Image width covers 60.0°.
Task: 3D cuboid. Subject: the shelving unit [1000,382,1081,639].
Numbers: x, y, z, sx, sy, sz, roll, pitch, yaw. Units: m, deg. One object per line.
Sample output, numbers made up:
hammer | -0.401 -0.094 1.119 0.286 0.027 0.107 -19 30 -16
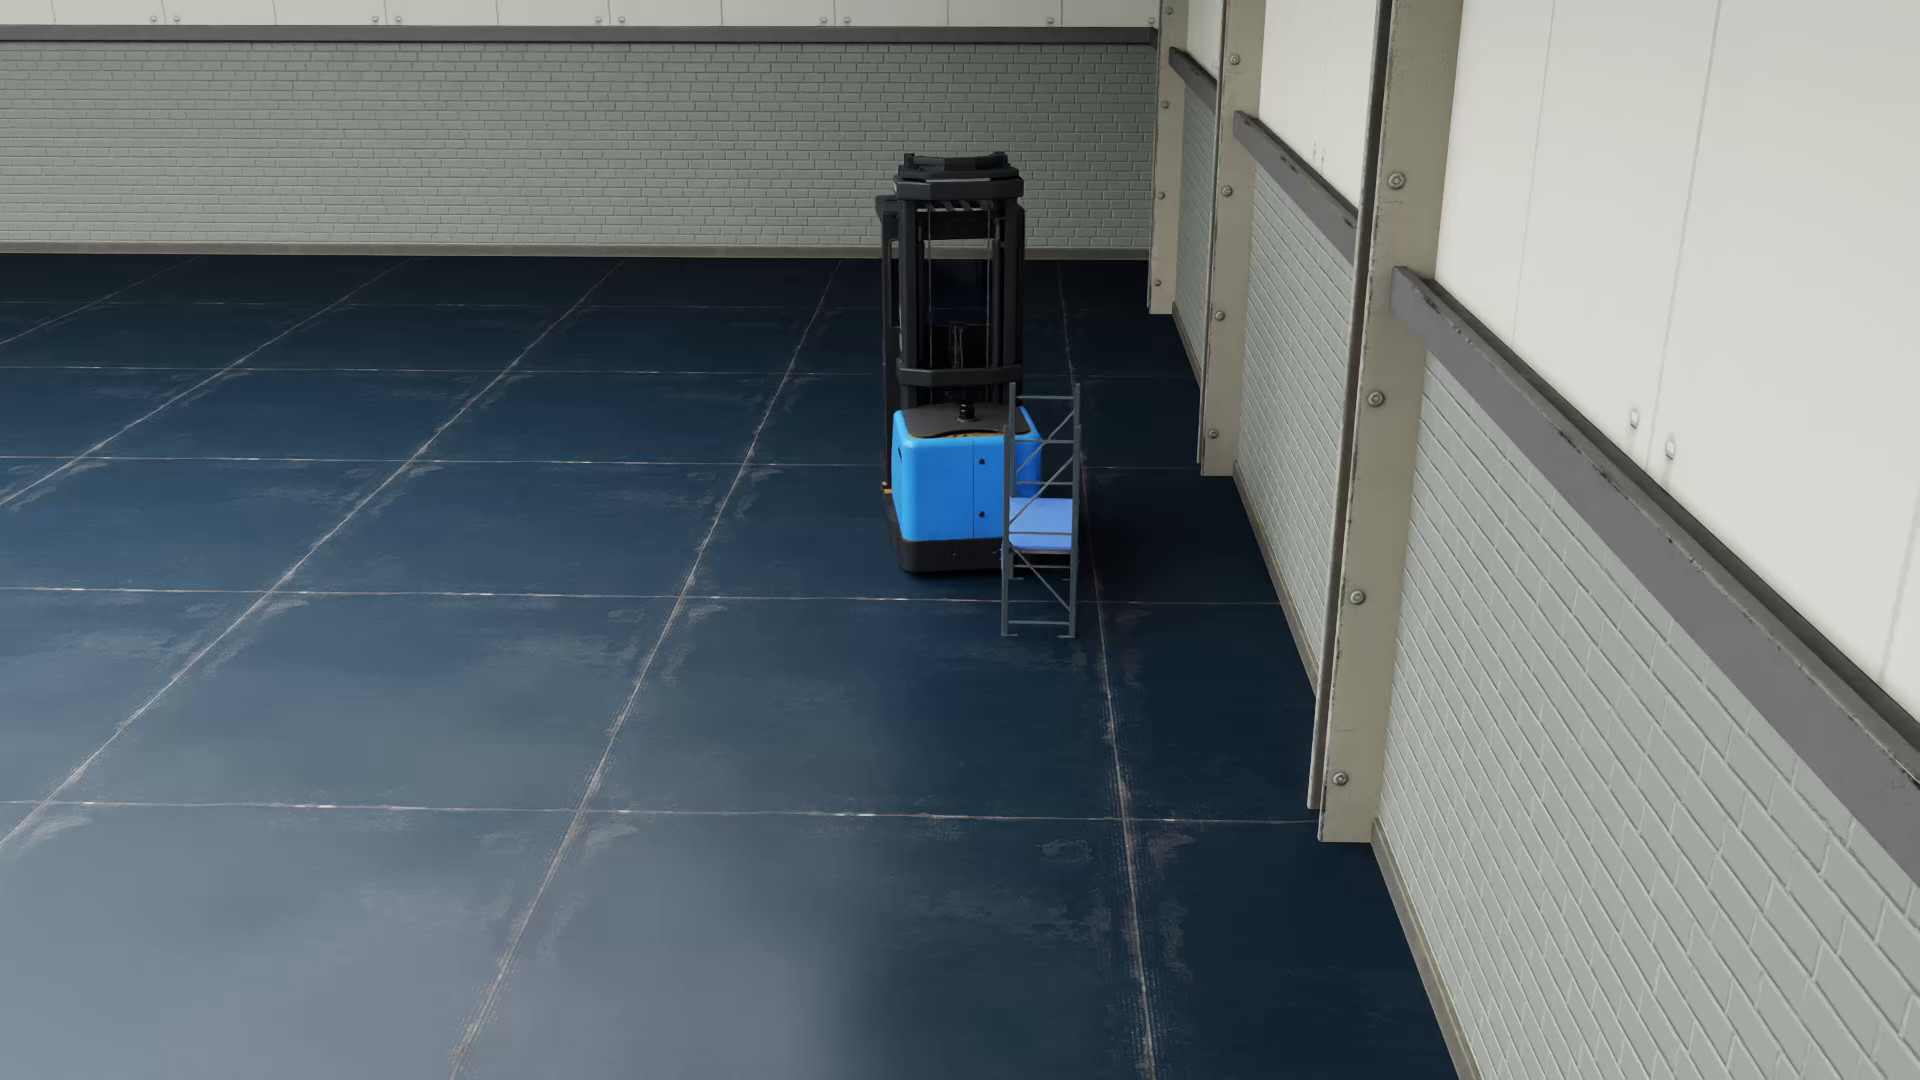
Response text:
shelving unit | 0.567 -0.224 11.532 0.538 1.500 1.048 1 21 4

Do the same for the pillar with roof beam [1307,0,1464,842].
pillar with roof beam | -2.225 -2.703 7.554 9.100 9.000 0.400 1 21 2

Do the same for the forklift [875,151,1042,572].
forklift | -0.080 -1.626 13.168 1.130 2.935 3.031 -2 21 -6

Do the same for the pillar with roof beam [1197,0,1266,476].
pillar with roof beam | -2.042 -4.872 13.146 9.100 9.000 0.400 1 21 2

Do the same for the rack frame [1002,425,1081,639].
rack frame | 0.534 -0.040 11.059 0.500 1.500 0.032 1 21 4

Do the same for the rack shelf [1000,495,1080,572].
rack shelf | 0.567 -0.056 11.597 0.538 0.185 1.000 1 21 4

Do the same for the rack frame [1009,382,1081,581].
rack frame | 0.601 -0.407 12.005 0.500 1.500 0.032 1 21 4

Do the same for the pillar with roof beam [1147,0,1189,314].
pillar with roof beam | -1.860 -7.042 18.737 9.100 9.000 0.400 1 21 2
